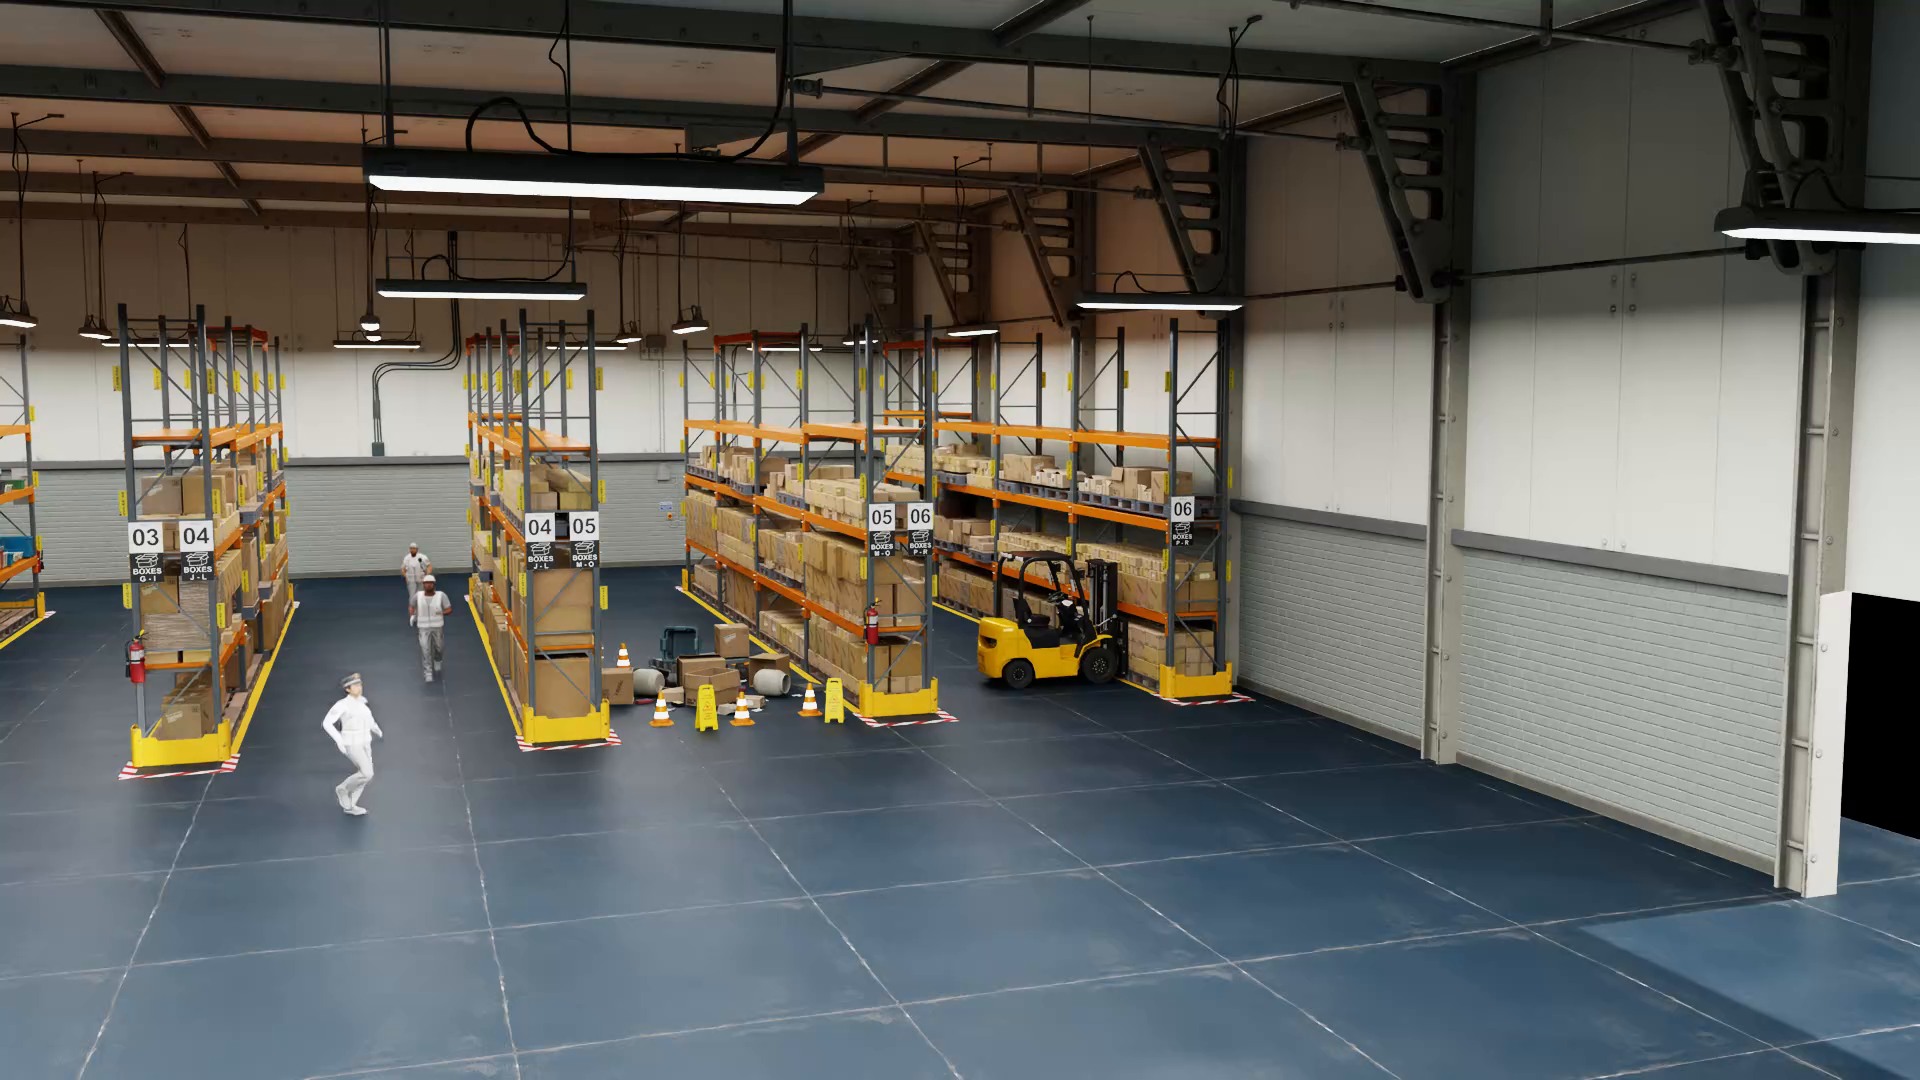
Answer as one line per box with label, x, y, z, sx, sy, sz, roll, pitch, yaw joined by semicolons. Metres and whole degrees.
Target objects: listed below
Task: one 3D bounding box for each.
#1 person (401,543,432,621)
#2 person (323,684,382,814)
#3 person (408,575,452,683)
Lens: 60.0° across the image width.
person;-11.466;0.876;35.123;0.615;1.654;0.622;-1;6;-12
person;-6.939;2.380;19.214;0.547;1.604;0.614;2;6;20
person;-8.885;1.469;27.901;0.696;1.764;0.911;-2;6;-17
